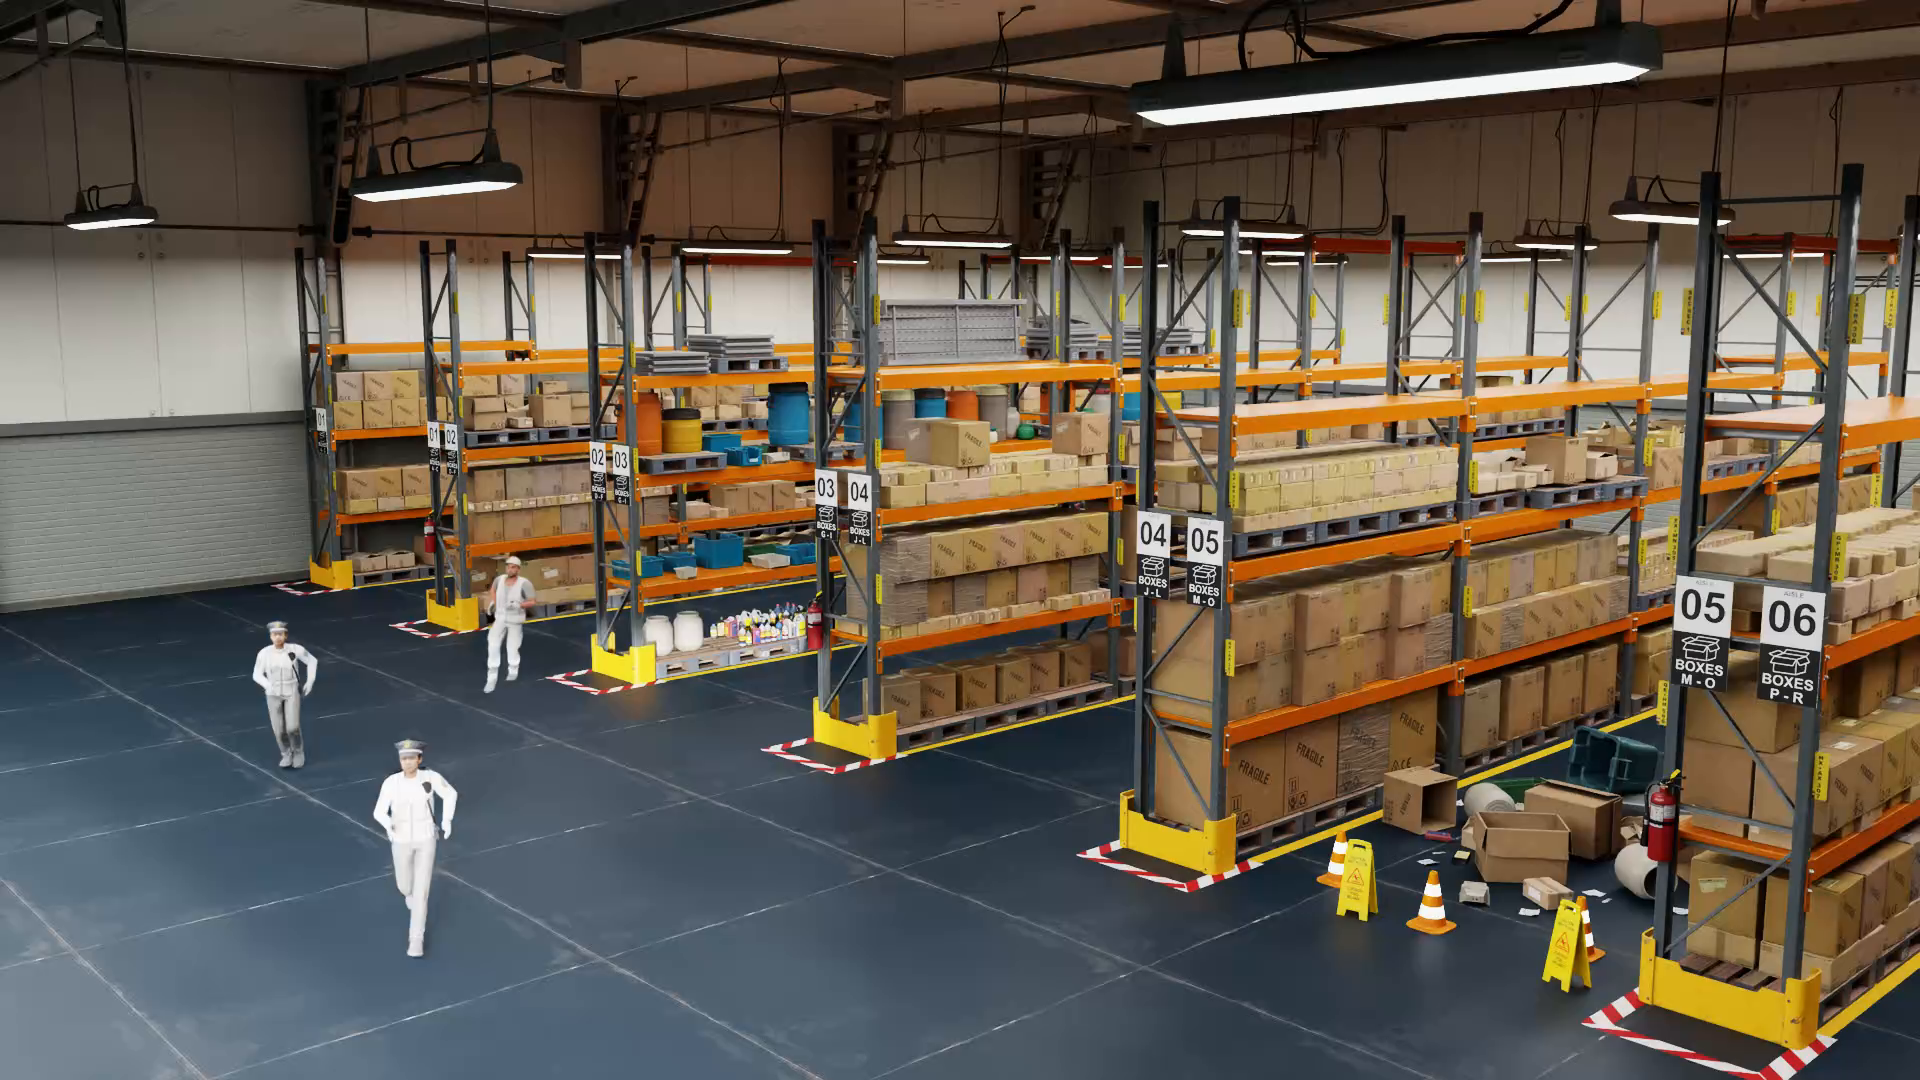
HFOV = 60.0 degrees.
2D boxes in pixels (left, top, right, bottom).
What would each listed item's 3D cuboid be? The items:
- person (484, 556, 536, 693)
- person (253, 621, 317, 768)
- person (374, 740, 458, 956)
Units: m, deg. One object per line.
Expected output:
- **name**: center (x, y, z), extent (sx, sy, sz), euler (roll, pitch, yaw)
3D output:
- **person**: center (-5.914, 1.104, 21.969), extent (0.685, 1.821, 0.728), euler (1, 8, 3)
- **person**: center (-7.339, 1.696, 18.088), extent (0.635, 1.671, 0.618), euler (-2, 9, -15)
- **person**: center (-4.354, 2.400, 13.312), extent (0.630, 1.656, 0.949), euler (-2, 9, -12)
